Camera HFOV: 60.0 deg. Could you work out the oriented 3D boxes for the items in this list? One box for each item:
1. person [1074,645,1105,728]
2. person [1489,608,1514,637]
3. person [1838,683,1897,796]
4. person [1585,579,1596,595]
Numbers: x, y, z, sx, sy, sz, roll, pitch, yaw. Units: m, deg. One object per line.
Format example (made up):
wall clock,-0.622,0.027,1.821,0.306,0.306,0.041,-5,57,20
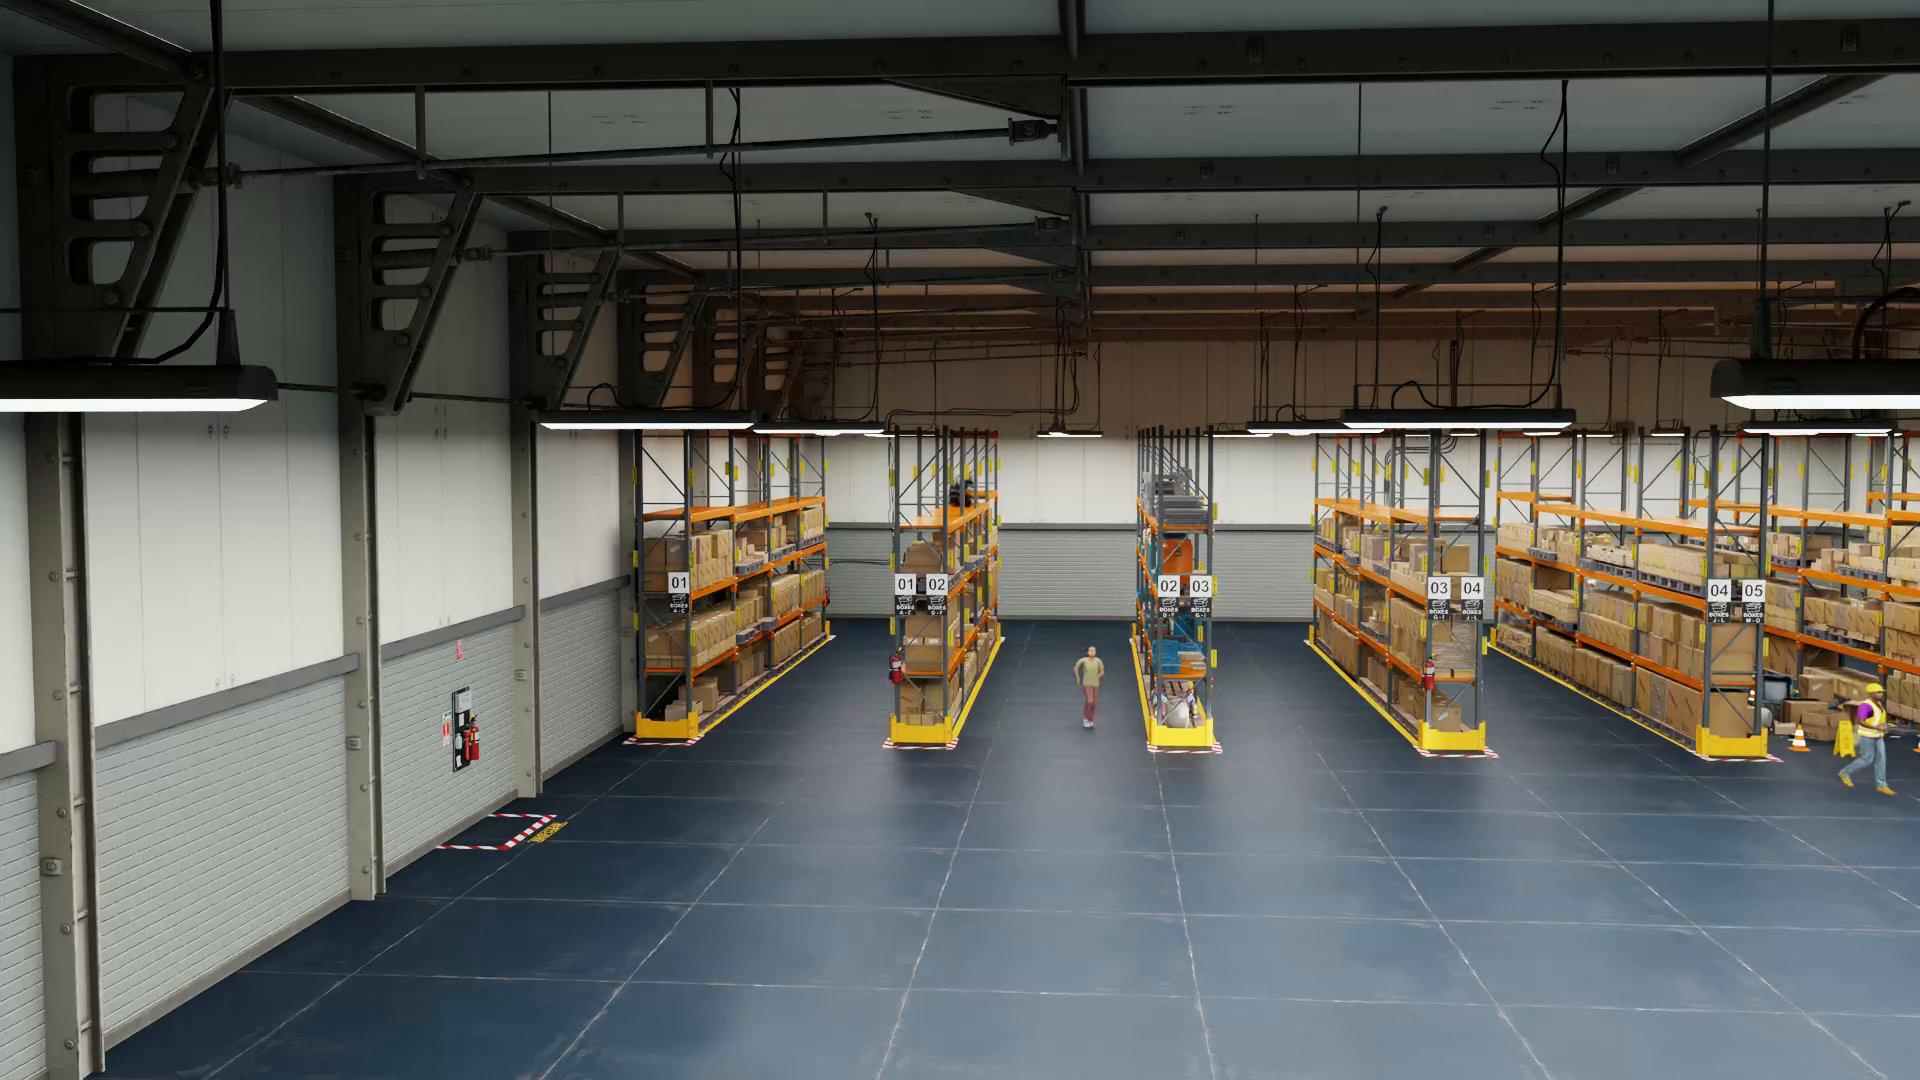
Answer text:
person,2.598,2.900,33.006,0.554,1.642,0.645,-1,4,-14
person,15.548,2.022,47.551,0.939,1.613,0.611,3,4,39
person,14.792,3.211,27.037,0.724,1.781,0.865,-3,4,-37
person,17.963,2.000,47.260,0.873,1.788,0.661,0,3,8
